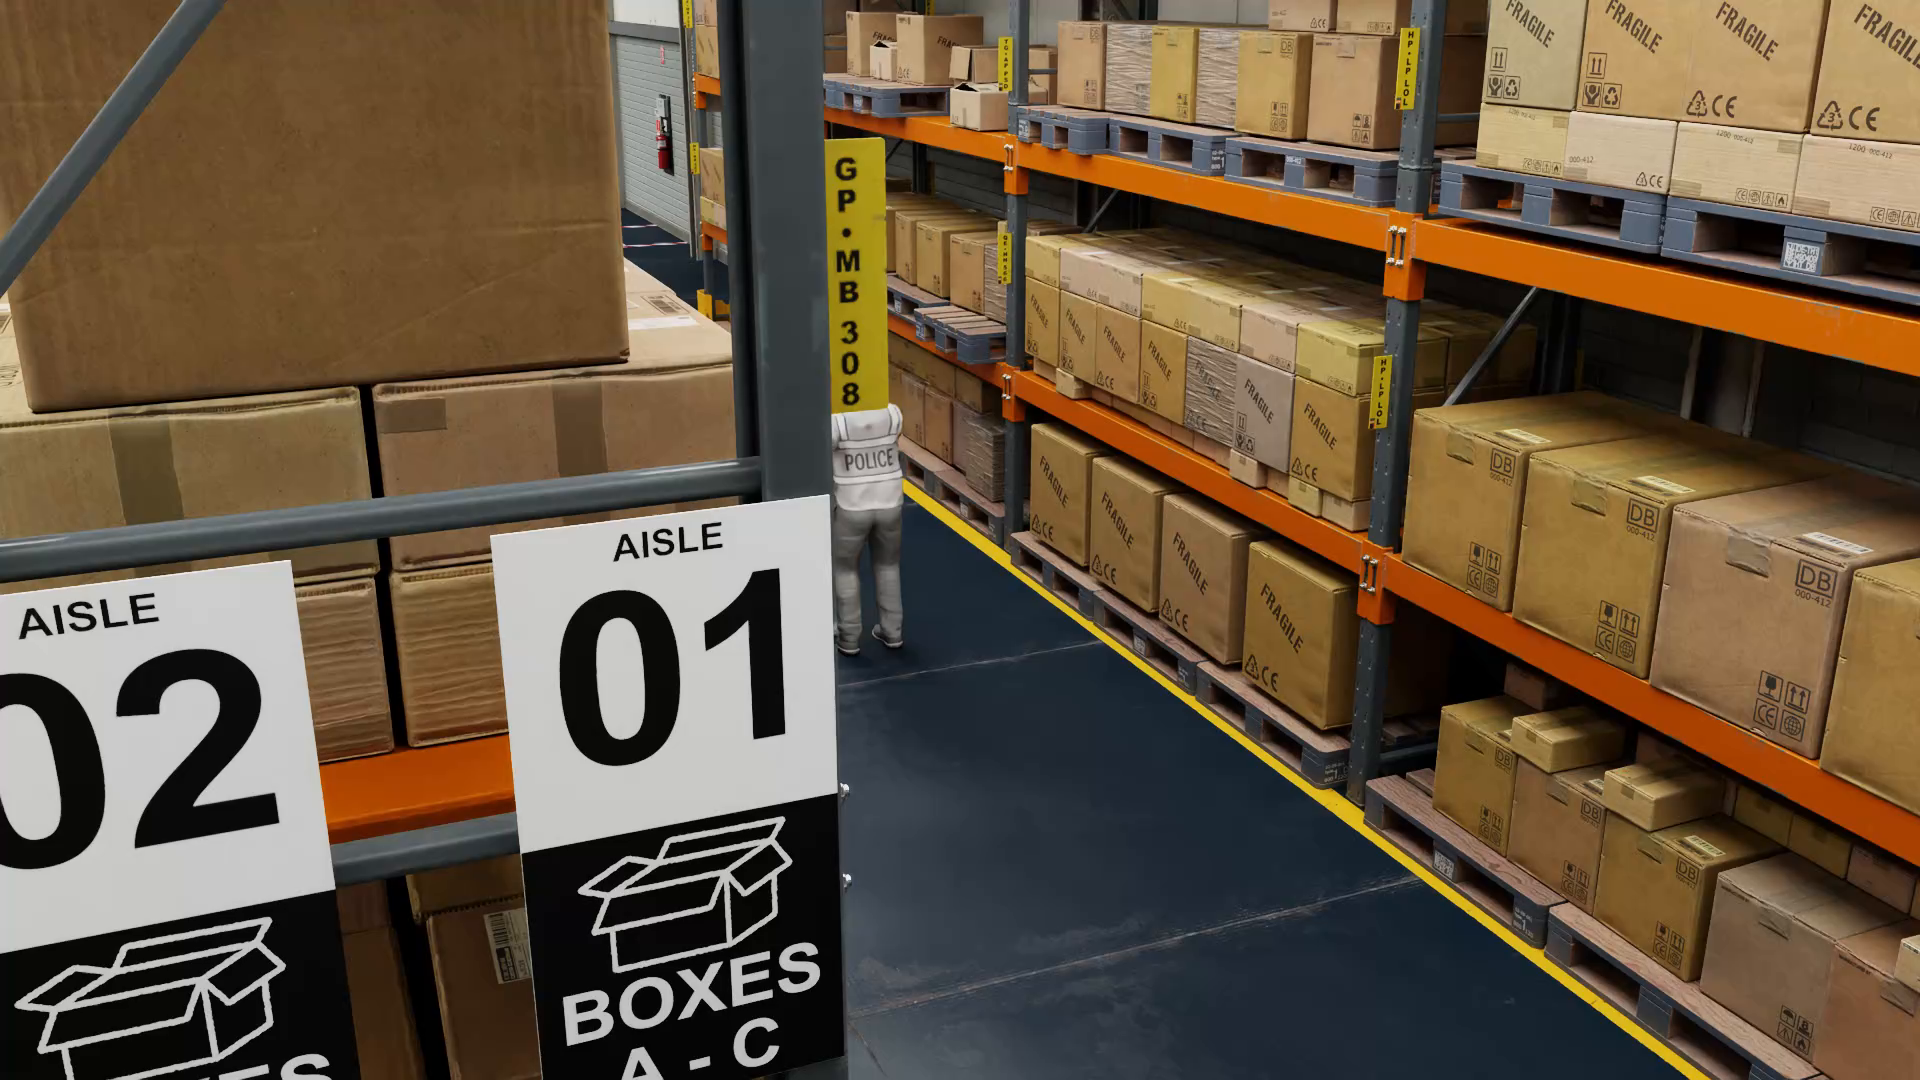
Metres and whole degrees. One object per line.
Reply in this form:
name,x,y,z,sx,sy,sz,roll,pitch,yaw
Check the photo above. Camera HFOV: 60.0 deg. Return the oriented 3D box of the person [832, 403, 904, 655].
person,-0.600,-0.228,9.706,0.490,1.771,0.546,-8,20,-23
